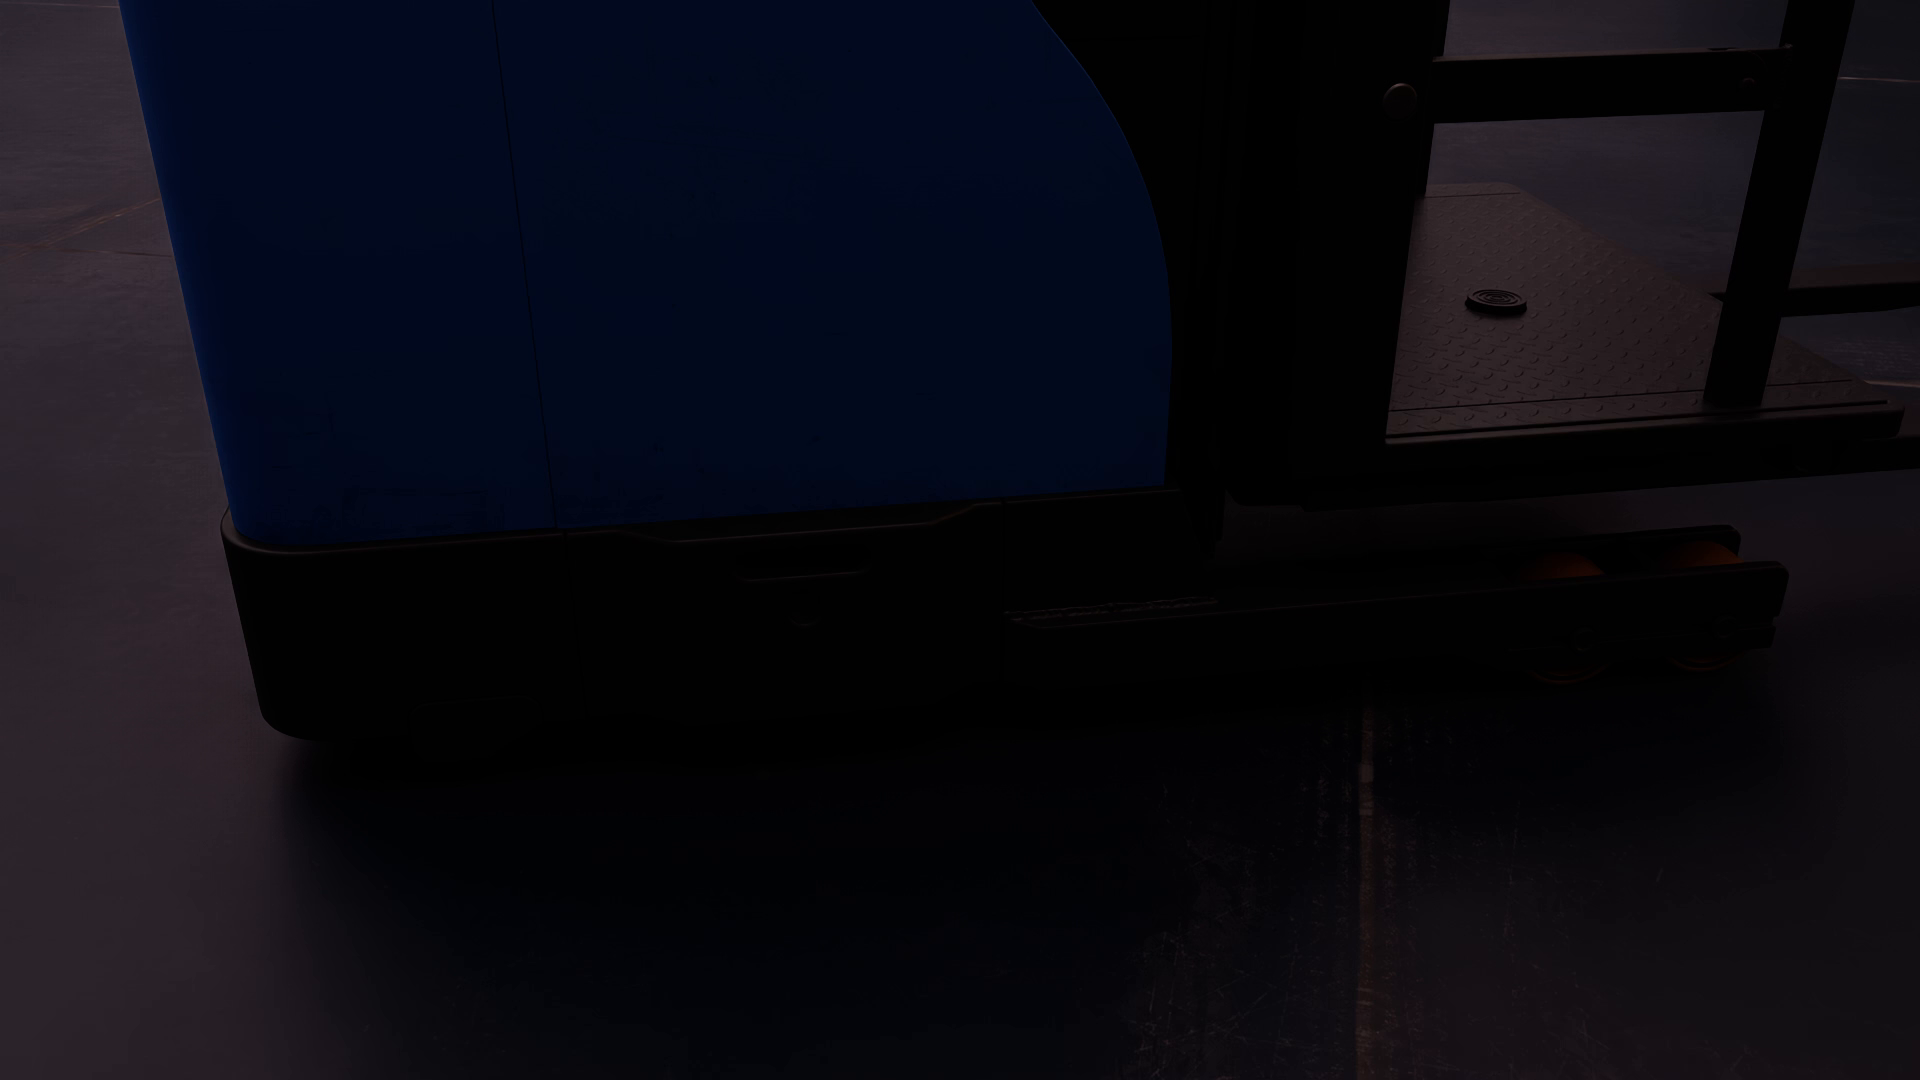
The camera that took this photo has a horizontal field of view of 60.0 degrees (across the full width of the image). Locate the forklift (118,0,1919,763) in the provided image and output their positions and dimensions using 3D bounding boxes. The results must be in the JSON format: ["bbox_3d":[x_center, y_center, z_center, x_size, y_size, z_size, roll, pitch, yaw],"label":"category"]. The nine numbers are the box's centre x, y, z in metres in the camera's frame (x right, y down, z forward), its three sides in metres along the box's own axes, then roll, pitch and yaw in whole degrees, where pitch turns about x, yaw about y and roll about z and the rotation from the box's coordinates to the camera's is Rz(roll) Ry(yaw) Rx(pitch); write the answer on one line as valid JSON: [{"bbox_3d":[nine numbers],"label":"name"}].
[{"bbox_3d":[0.600,-1.354,1.930,3.031,2.935,1.130,-4,27,-9],"label":"forklift"}]
